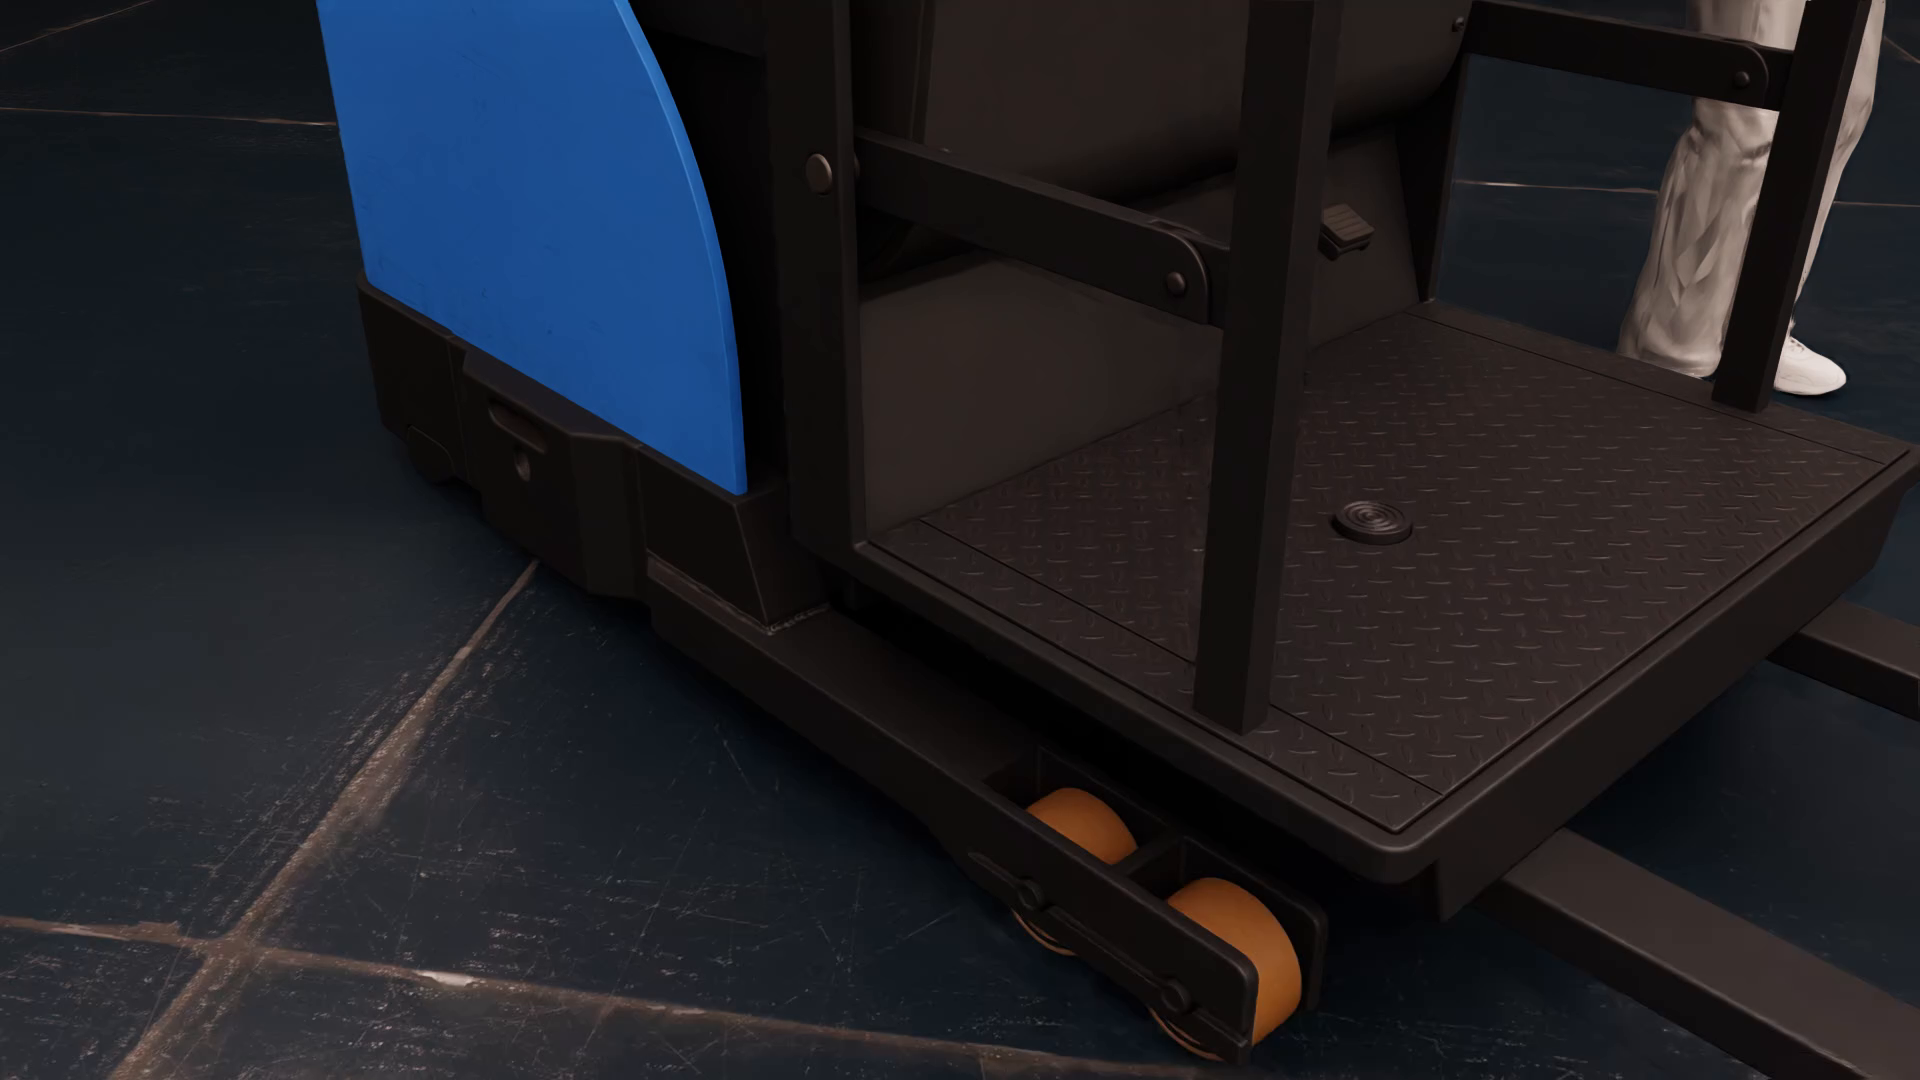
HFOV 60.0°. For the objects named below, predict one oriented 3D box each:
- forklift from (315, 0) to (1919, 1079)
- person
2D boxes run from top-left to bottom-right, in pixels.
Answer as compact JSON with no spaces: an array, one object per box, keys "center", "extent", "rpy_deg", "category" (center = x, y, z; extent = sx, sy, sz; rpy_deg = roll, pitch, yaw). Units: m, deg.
[{"center":[0.421,-1.066,1.401],"extent":[1.130,2.935,3.031],"rpy_deg":[-24,37,-36],"category":"forklift"},{"center":[1.358,-1.022,2.619],"extent":[0.558,1.674,0.466],"rpy_deg":[-17,33,-28],"category":"person"}]
